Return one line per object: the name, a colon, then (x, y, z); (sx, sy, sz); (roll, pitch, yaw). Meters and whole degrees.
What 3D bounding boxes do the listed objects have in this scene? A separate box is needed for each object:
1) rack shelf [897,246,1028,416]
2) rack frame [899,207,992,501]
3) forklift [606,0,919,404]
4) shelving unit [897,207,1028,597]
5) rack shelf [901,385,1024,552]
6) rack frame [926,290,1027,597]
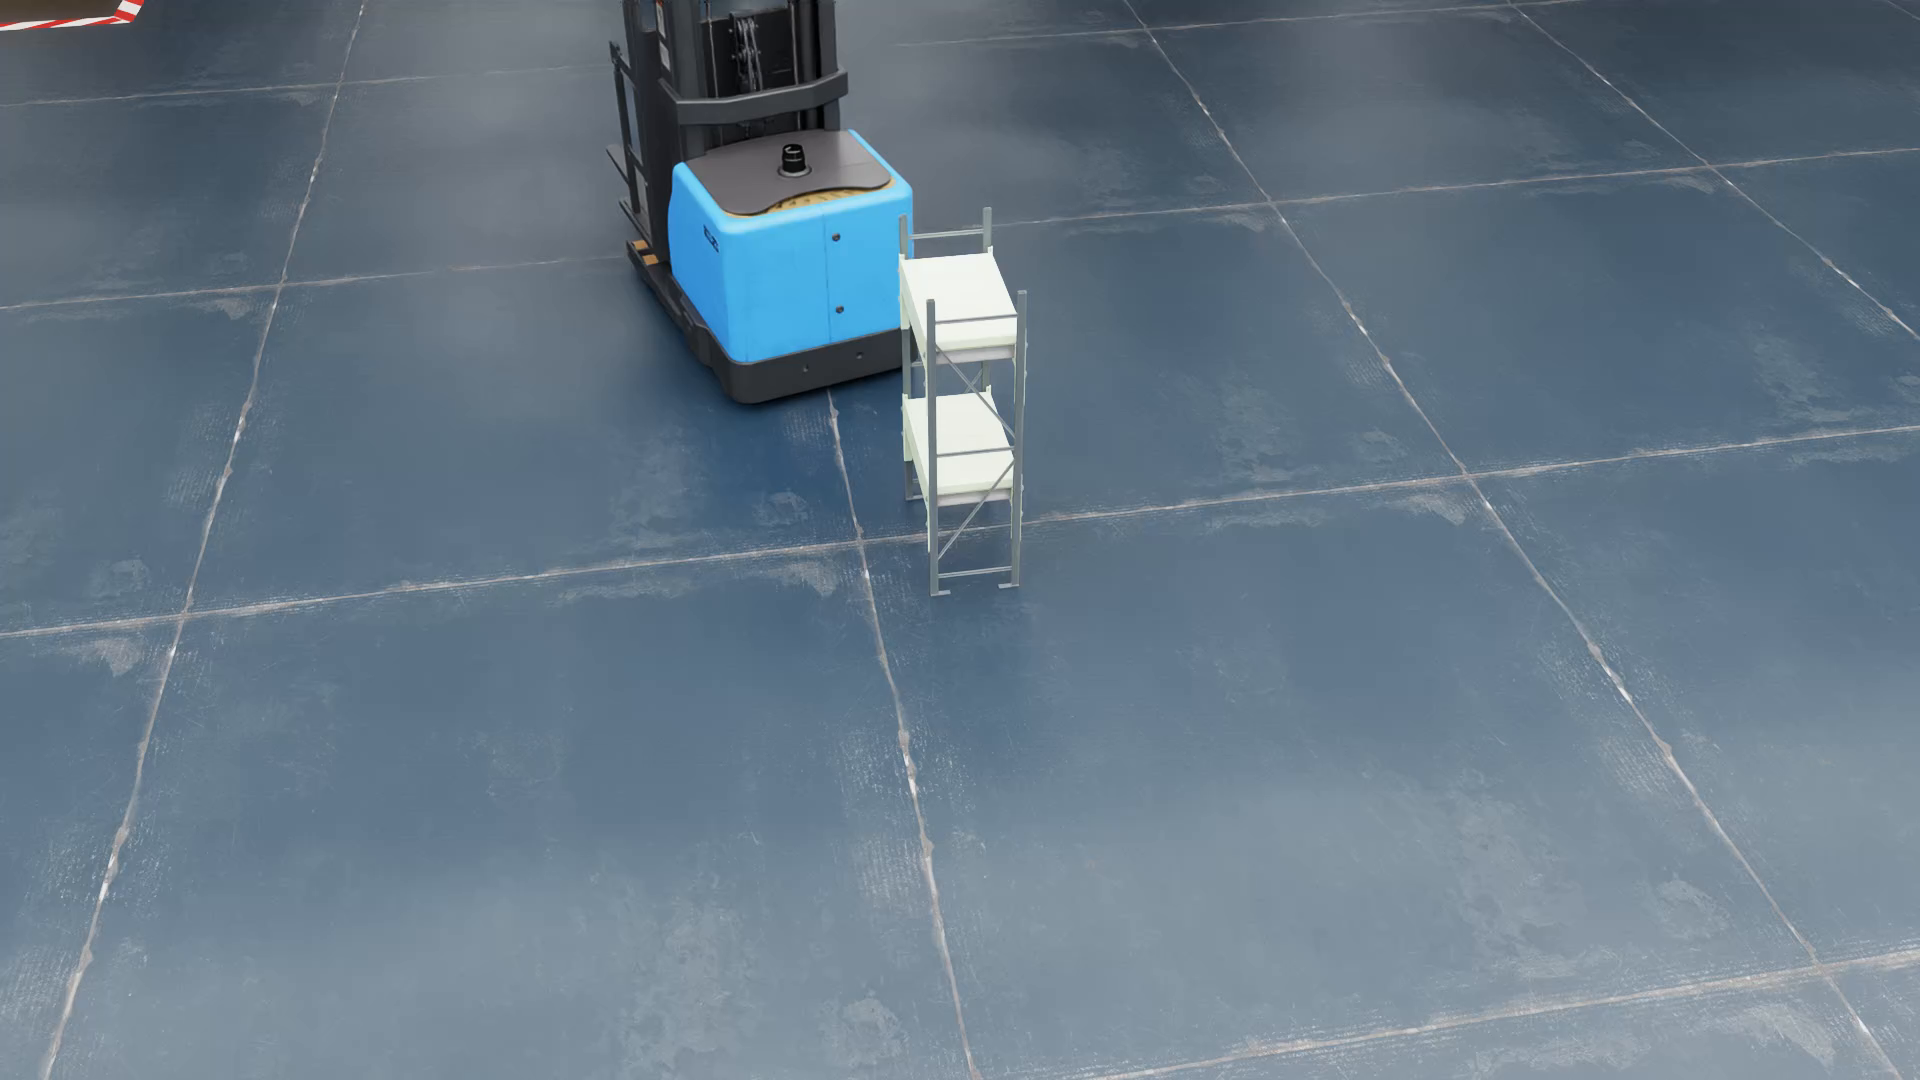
rack shelf: (0.001, -0.896, 7.045); (0.431, 0.370, 0.720); (-6, 38, -8)
rack frame: (-0.063, -0.809, 7.569); (0.400, 1.500, 0.023); (-6, 38, -8)
forklift: (-1.309, -2.755, 8.907); (1.130, 2.935, 3.031); (-16, 41, -20)
shelving unit: (0.001, -0.588, 7.285); (0.431, 1.500, 0.755); (-6, 38, -8)
rack shelf: (0.001, -0.331, 7.485); (0.431, 0.370, 0.720); (-6, 38, -8)
rack frame: (0.065, -0.367, 7.000); (0.400, 1.500, 0.023); (-6, 38, -8)
